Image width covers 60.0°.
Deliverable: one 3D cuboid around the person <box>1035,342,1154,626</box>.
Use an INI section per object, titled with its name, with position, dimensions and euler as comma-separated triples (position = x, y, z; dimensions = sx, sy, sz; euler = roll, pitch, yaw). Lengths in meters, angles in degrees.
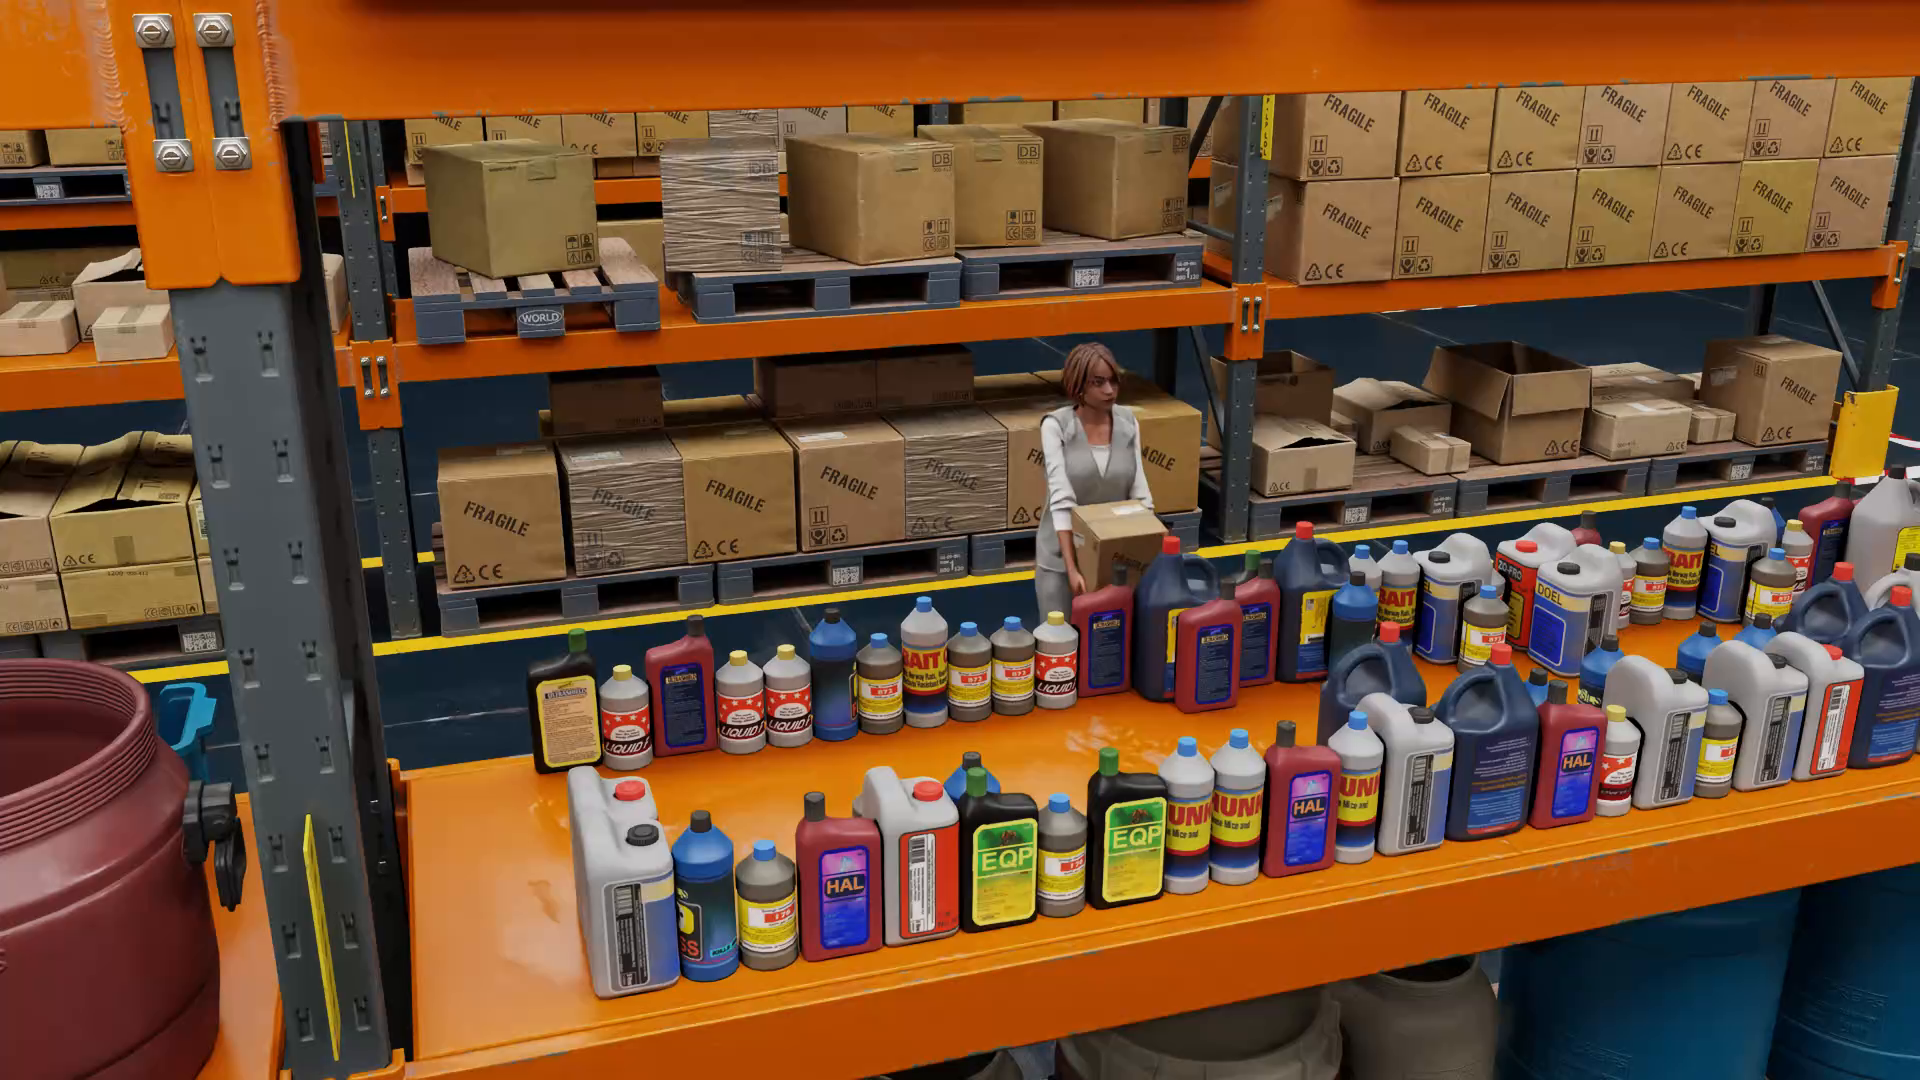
[person]
position = 0.468, 0.117, 5.760
dimensions = 0.375, 1.599, 0.499
euler = -7, 21, -18
